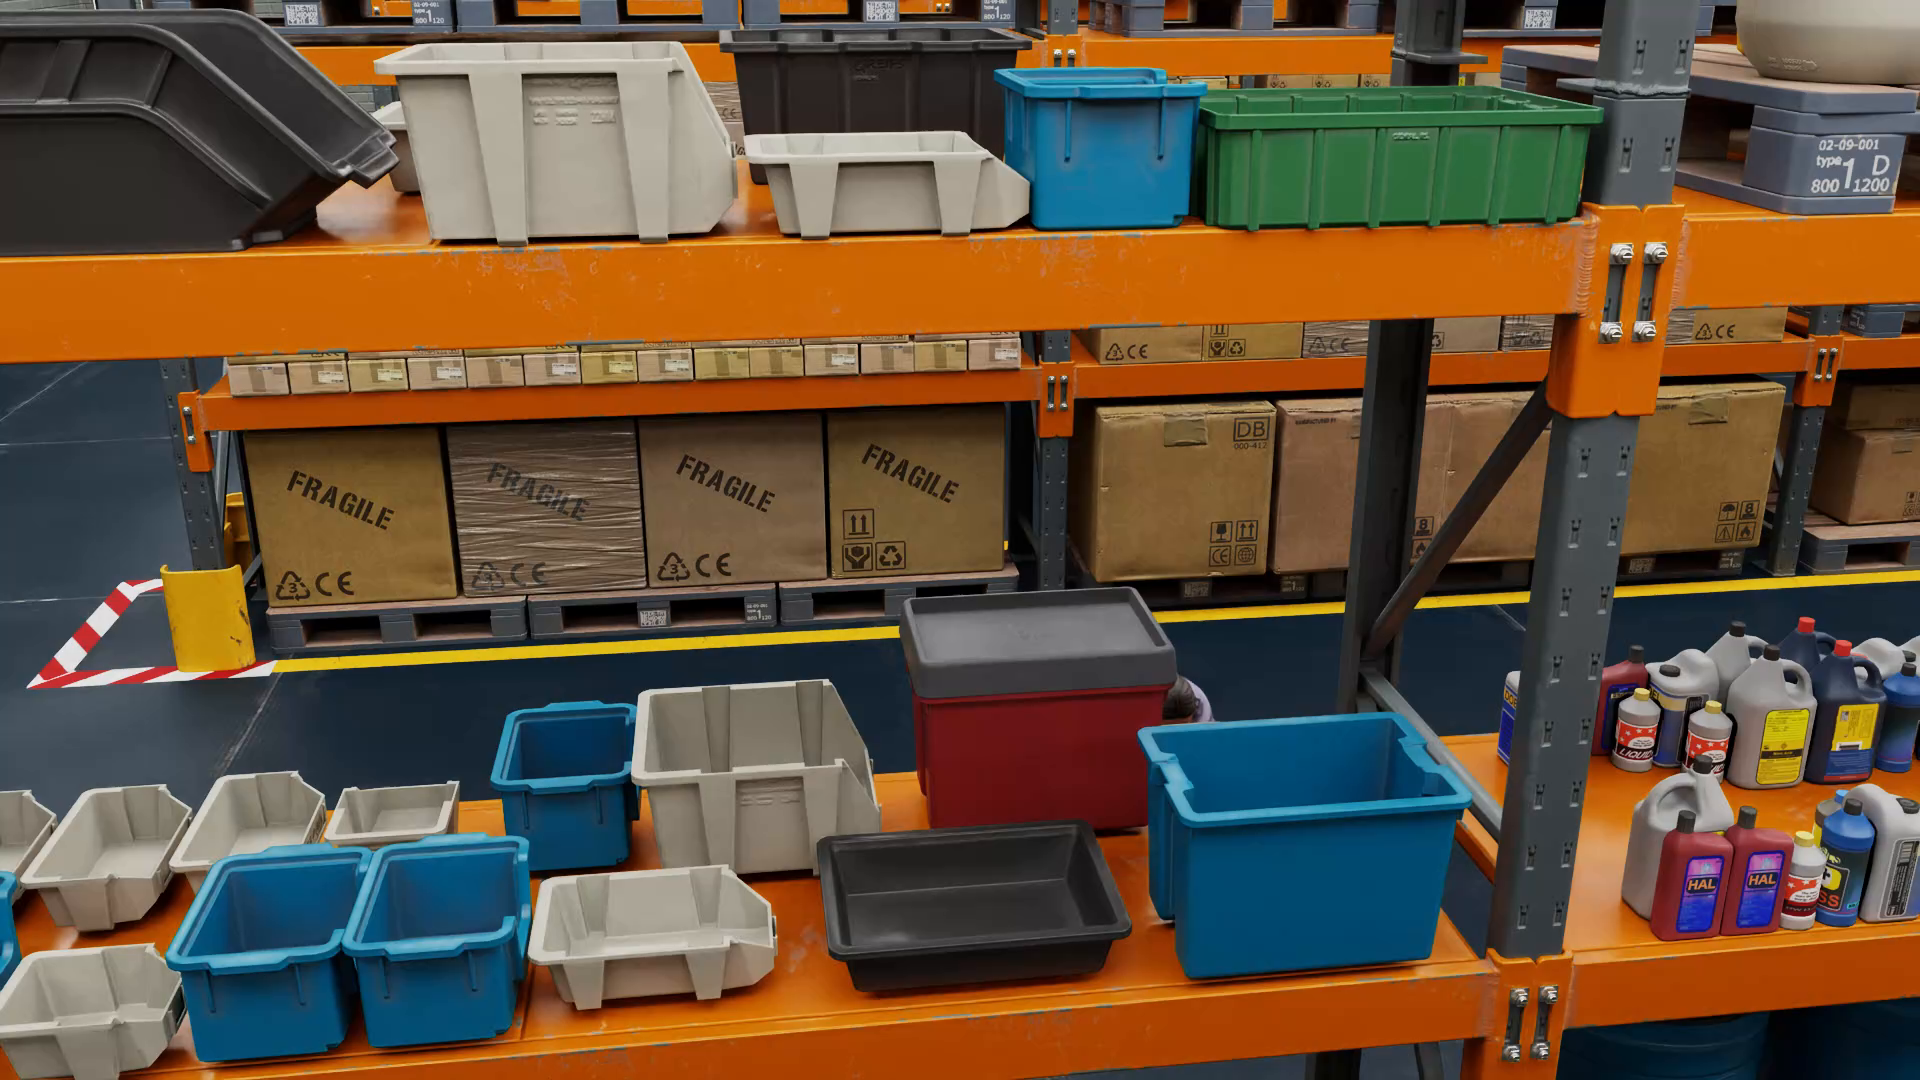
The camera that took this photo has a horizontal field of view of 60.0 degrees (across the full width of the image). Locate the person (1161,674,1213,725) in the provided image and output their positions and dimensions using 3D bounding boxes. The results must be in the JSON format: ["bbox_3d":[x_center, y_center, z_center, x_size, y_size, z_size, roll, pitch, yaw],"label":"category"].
[{"bbox_3d":[0.629,0.807,5.966,0.528,0.923,0.828,-3,20,-8],"label":"person"}]
